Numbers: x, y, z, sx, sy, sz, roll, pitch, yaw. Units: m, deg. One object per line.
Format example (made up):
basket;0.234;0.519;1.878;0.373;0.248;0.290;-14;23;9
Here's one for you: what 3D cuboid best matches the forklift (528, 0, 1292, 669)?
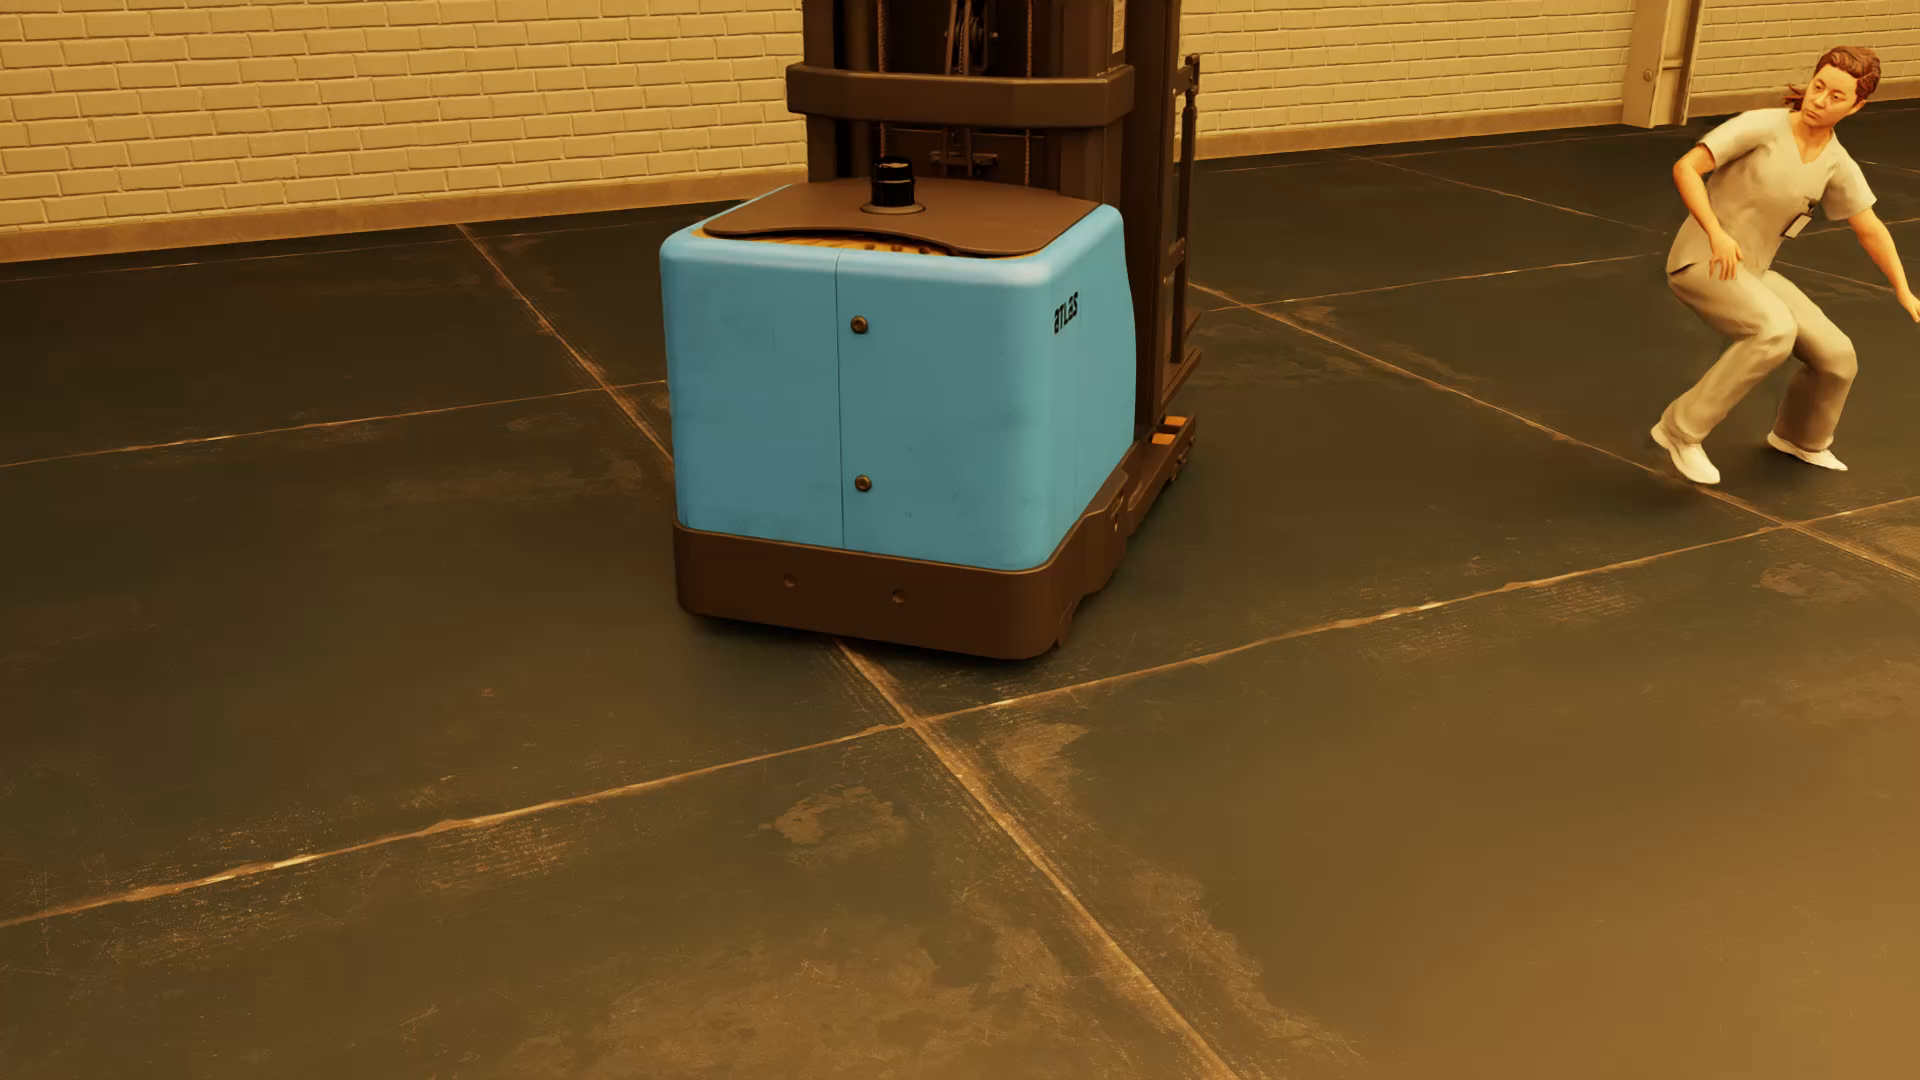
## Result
forklift;-0.433;-1.527;4.961;1.130;2.935;3.031;-17;28;-36
